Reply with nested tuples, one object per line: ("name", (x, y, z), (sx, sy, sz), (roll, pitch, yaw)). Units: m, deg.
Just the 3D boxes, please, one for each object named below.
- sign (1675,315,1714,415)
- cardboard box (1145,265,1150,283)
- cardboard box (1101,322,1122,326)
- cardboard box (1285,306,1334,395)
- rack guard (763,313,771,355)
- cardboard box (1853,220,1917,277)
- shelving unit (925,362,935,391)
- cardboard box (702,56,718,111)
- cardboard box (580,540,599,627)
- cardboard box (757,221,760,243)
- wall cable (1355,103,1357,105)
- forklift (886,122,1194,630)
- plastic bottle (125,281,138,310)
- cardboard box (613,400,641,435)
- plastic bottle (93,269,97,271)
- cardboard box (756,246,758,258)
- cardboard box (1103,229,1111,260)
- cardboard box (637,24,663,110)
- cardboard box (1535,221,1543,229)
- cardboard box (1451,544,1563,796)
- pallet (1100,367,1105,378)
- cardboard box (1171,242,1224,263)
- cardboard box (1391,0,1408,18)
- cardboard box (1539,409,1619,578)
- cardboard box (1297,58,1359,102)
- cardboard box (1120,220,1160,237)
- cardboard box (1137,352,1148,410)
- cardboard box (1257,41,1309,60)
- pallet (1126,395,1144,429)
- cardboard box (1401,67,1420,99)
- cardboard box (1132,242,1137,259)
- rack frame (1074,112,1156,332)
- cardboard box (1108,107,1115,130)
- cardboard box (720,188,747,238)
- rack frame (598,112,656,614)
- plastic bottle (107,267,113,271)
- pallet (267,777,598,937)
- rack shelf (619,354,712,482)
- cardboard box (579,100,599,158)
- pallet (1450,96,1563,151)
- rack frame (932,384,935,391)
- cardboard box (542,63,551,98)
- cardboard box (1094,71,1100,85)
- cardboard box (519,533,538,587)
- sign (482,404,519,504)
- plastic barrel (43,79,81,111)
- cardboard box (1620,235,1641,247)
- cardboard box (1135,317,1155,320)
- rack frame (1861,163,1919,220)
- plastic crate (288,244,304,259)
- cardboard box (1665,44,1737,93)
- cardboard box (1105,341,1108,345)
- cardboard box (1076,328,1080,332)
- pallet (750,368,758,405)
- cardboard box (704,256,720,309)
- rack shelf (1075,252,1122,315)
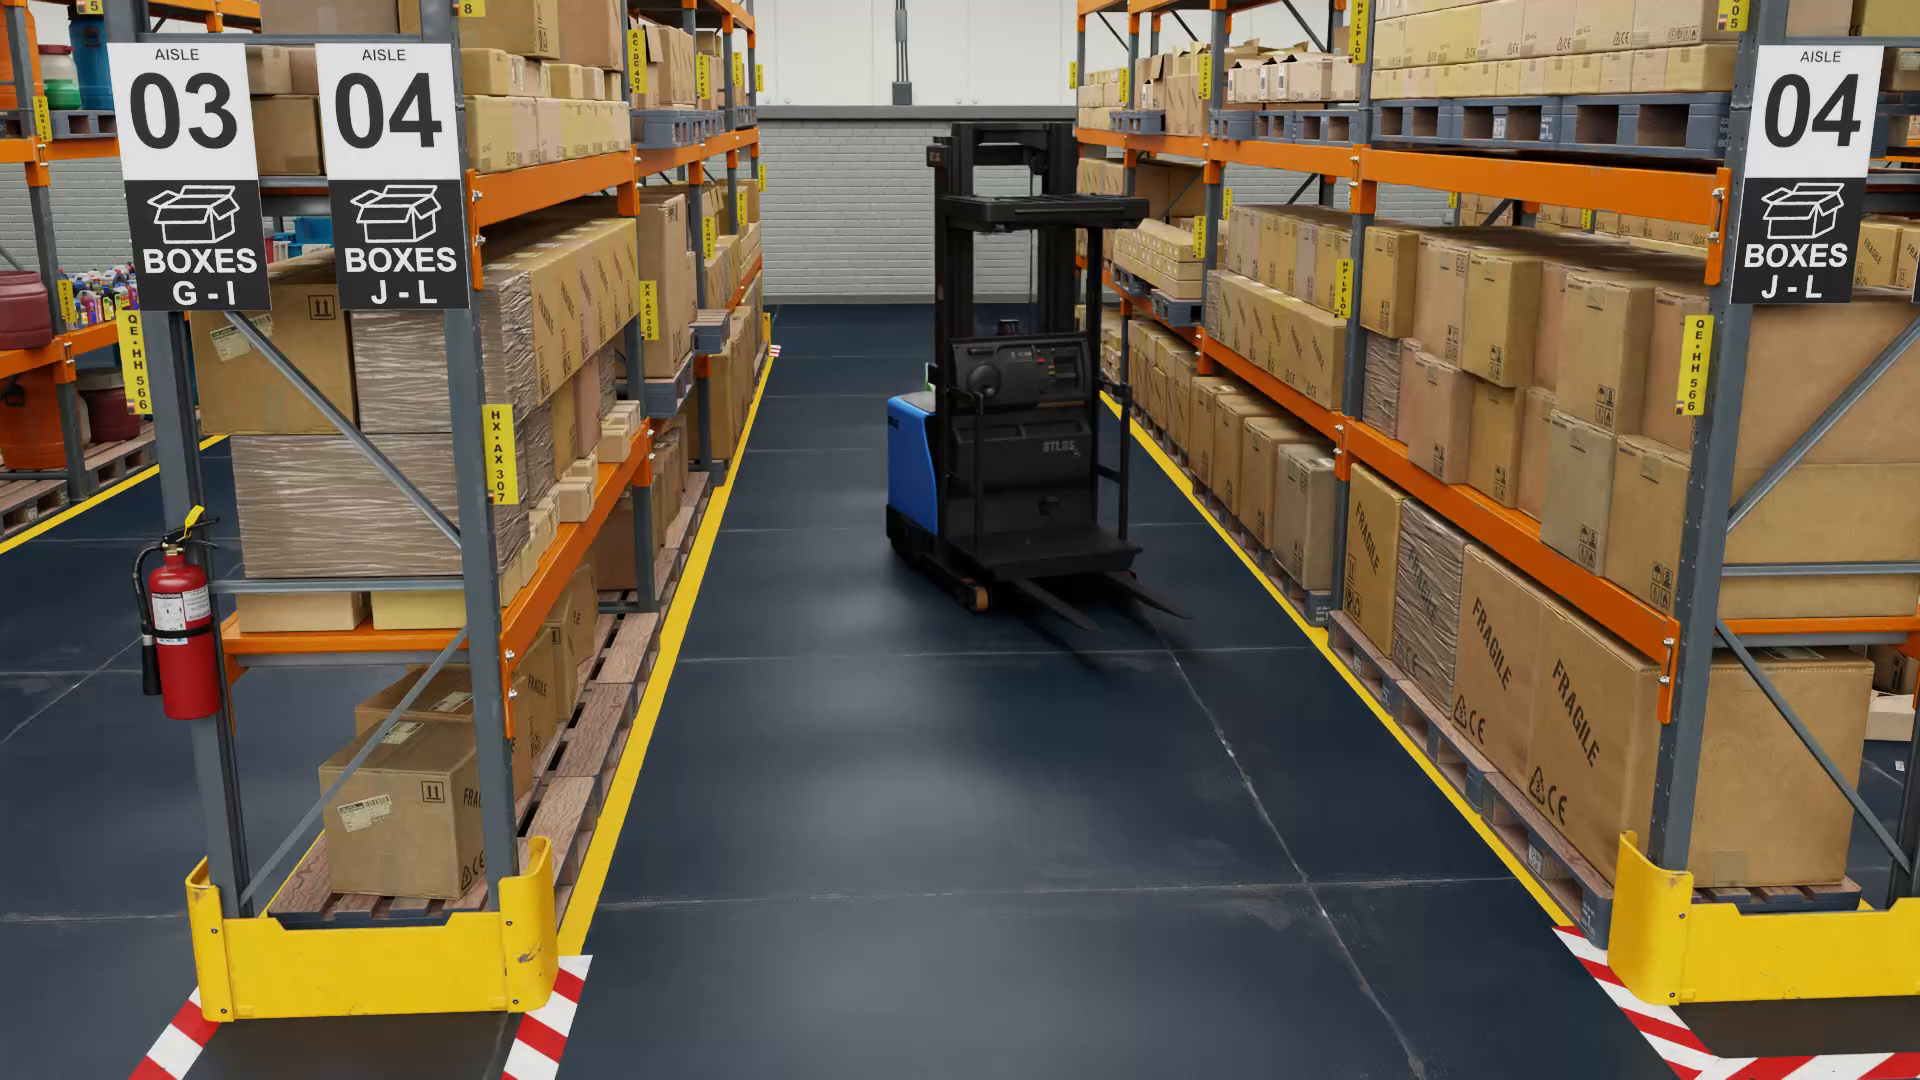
("sign", (2.395, -0.568, 5.415), (0.100, 0.325, 0.005), (-1, 14, -3))
("cardboard box", (1.878, -2.403, 15.009), (0.380, 0.149, 0.250), (0, 14, -2))
("cardboard box", (1.758, -2.400, 19.020), (0.380, 0.149, 0.250), (-1, 14, -5))
("cardboard box", (2.359, -1.192, 10.438), (0.500, 0.500, 0.500), (-1, 14, -4))
("rack guard", (-3.012, -2.620, 21.208), (1.175, 0.500, 0.348), (-1, 14, -3))
("cardboard box", (7.173, -2.269, 13.184), (0.500, 0.500, 0.500), (-1, 14, -5))
("shelving unit", (-0.107, -0.676, 12.245), (0.258, 1.200, 0.503), (-2, 15, -6))
("cardboard box", (-2.717, -4.391, 16.008), (0.700, 0.500, 0.500), (-1, 14, -2))
("cardboard box", (-2.282, 0.267, 9.144), (0.500, 0.500, 0.500), (-1, 14, -5))
("cardboard box", (-2.715, -3.780, 20.402), (0.500, 0.250, 0.500), (-1, 14, -4))
("wall cable", (6.247, -8.294, 26.202), (0.463, 3.000, 0.029), (-1, 14, -3))
("forklift", (0.478, -1.090, 10.381), (1.130, 2.935, 3.031), (-5, 15, -20))
("plastic bottle", (-7.188, -2.103, 14.415), (0.061, 0.283, 0.133), (-1, 14, -3))
("cardboard box", (-1.960, -0.670, 9.115), (0.380, 0.149, 0.250), (-1, 14, -3))
("plastic bottle", (-8.054, -2.379, 15.486), (0.061, 0.283, 0.133), (-1, 14, -3))
("cardboard box", (-2.613, -3.430, 19.844), (0.380, 0.149, 0.250), (-1, 14, -2))
("cardboard box", (1.851, -3.319, 18.110), (0.500, 0.500, 0.500), (-1, 14, -5))
("cardboard box", (-2.256, -2.899, 10.206), (0.797, 0.503, 0.637), (0, 14, -1))
("cardboard box", (6.761, -3.396, 19.004), (0.500, 0.500, 0.500), (-1, 14, -4))
("cardboard box", (2.773, 0.542, 7.322), (0.875, 0.875, 0.875), (-1, 14, -4))
("pallet", (2.039, -2.002, 19.383), (1.003, 0.211, 1.213), (-1, 14, -3))
("cardboard box", (1.954, -2.372, 13.691), (0.380, 0.149, 0.250), (-1, 15, -6))
("cardboard box", (2.390, -2.702, 8.348), (0.380, 0.149, 0.250), (-1, 14, -4))
("cardboard box", (2.814, -0.198, 6.475), (0.875, 0.550, 0.550), (-1, 14, -3))
("cardboard box", (2.394, -2.828, 10.234), (0.500, 0.250, 0.500), (-1, 14, -4))
("cardboard box", (1.783, -3.077, 16.434), (0.380, 0.149, 0.250), (0, 14, -2))
("cardboard box", (2.010, -1.555, 16.224), (0.500, 0.500, 0.500), (0, 14, -1))
("cardboard box", (2.660, -3.992, 13.765), (0.396, 0.266, 0.258), (-1, 14, -3))
("pallet", (2.244, -1.338, 16.802), (1.003, 0.211, 1.213), (-1, 14, -3))
("cardboard box", (2.405, -2.253, 8.203), (0.380, 0.149, 0.250), (-1, 14, -4))
("cardboard box", (1.830, -2.742, 15.729), (0.380, 0.149, 0.250), (0, 14, -1))
("rack frame", (1.946, -3.877, 21.073), (1.000, 3.000, 0.127), (-1, 14, -3))
("cardboard box", (1.875, -4.504, 17.793), (0.500, 0.250, 0.500), (-1, 14, -4))
("cardboard box", (-2.560, -3.511, 17.850), (0.500, 0.500, 0.500), (-1, 14, -3))
("rack frame", (-2.267, -0.841, 9.274), (1.000, 3.000, 0.127), (-1, 14, -3))
("plastic bottle", (-8.055, -2.450, 15.788), (0.097, 0.271, 0.097), (0, 14, 0))
("pallet", (-2.039, 1.283, 6.616), (1.003, 0.211, 1.213), (-1, 14, -3))
("rack shelf", (-2.391, -0.990, 11.297), (1.077, 0.370, 4.000), (-1, 14, -3))
("cardboard box", (-1.919, -1.855, 7.496), (0.500, 0.250, 0.500), (-1, 14, -4))
("pallet", (2.803, -1.796, 7.143), (1.003, 0.211, 1.213), (-1, 14, -3))
("rack frame", (-0.079, -0.615, 12.010), (0.240, 1.200, 0.015), (-2, 15, -6))
("cardboard box", (-1.943, -1.941, 7.033), (0.380, 0.149, 0.250), (-1, 14, -5))
("cardboard box", (1.738, -5.285, 19.027), (0.380, 0.149, 0.250), (0, 14, -2))
("cardboard box", (-1.796, 0.076, 6.214), (0.380, 0.149, 0.250), (-1, 14, -3))
("sign", (-1.477, -0.274, 5.332), (0.100, 0.325, 0.005), (-1, 14, -3))
("plastic barrel", (-7.294, -3.607, 13.474), (0.294, 0.245, 0.294), (0, 14, 0))
("cardboard box", (6.935, -2.910, 16.613), (0.500, 0.250, 0.500), (-1, 14, -3))
("cardboard box", (2.264, -2.535, 19.545), (0.380, 0.149, 0.250), (-1, 14, -5))
("rack frame", (7.376, -1.988, 13.735), (1.000, 3.000, 0.127), (-1, 14, -3))
("plastic crate", (-7.571, -3.190, 18.620), (0.416, 0.233, 0.300), (-1, 14, -3))
("cardboard box", (2.579, -1.558, 5.501), (0.380, 0.149, 0.250), (-1, 14, -4))
("cardboard box", (1.841, -2.182, 18.770), (0.380, 0.149, 0.250), (-1, 14, -2))
("cardboard box", (1.659, -2.564, 20.850), (0.380, 0.149, 0.250), (-1, 14, -2))
("pallet", (-2.731, -1.670, 18.094), (1.003, 0.211, 1.213), (-1, 14, -3))
("cardboard box", (-2.307, -2.137, 14.112), (0.500, 0.500, 0.500), (-1, 14, -5))
("rack shelf", (2.070, -3.031, 19.230), (1.077, 0.370, 4.000), (-1, 14, -3))
